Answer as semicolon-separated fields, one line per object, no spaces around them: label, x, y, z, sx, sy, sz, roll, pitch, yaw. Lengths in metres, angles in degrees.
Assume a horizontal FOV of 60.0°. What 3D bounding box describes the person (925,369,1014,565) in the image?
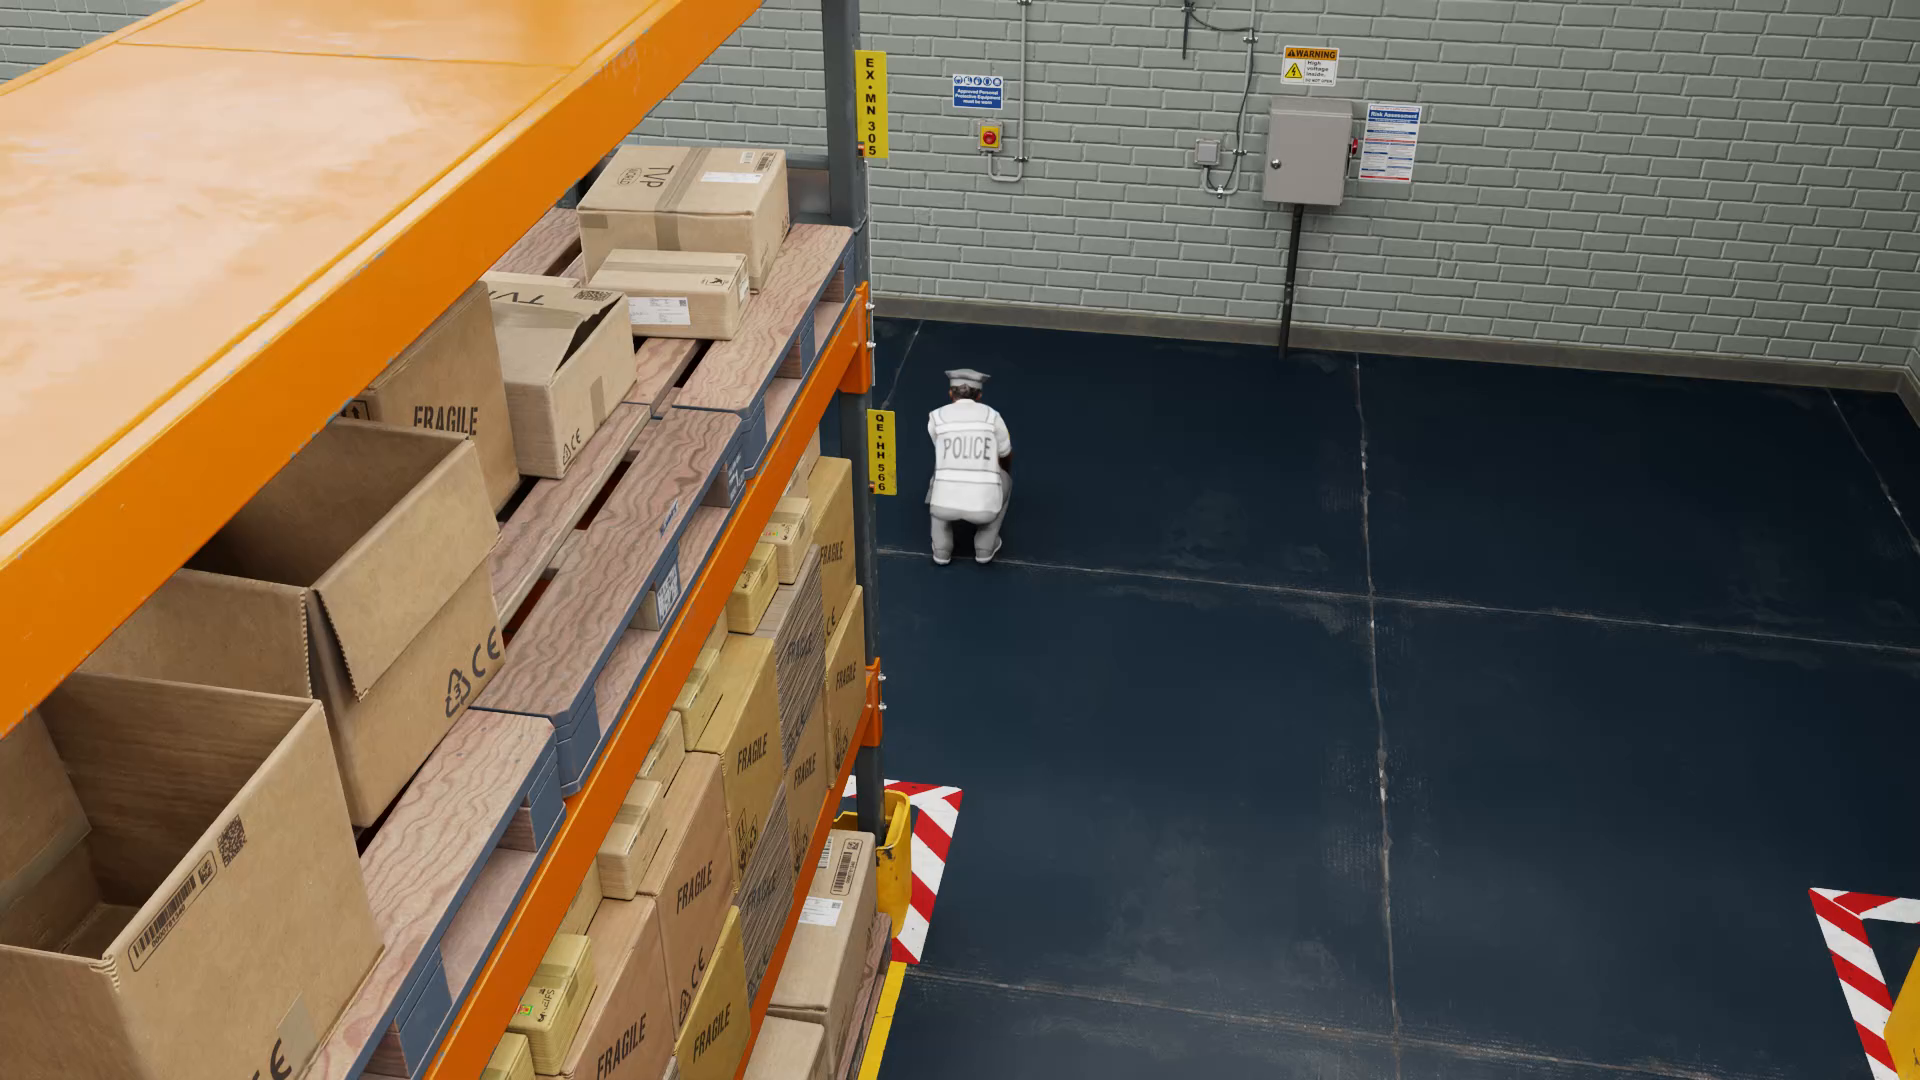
person;0.048;-0.399;9.028;0.458;0.972;0.854;5;33;7
